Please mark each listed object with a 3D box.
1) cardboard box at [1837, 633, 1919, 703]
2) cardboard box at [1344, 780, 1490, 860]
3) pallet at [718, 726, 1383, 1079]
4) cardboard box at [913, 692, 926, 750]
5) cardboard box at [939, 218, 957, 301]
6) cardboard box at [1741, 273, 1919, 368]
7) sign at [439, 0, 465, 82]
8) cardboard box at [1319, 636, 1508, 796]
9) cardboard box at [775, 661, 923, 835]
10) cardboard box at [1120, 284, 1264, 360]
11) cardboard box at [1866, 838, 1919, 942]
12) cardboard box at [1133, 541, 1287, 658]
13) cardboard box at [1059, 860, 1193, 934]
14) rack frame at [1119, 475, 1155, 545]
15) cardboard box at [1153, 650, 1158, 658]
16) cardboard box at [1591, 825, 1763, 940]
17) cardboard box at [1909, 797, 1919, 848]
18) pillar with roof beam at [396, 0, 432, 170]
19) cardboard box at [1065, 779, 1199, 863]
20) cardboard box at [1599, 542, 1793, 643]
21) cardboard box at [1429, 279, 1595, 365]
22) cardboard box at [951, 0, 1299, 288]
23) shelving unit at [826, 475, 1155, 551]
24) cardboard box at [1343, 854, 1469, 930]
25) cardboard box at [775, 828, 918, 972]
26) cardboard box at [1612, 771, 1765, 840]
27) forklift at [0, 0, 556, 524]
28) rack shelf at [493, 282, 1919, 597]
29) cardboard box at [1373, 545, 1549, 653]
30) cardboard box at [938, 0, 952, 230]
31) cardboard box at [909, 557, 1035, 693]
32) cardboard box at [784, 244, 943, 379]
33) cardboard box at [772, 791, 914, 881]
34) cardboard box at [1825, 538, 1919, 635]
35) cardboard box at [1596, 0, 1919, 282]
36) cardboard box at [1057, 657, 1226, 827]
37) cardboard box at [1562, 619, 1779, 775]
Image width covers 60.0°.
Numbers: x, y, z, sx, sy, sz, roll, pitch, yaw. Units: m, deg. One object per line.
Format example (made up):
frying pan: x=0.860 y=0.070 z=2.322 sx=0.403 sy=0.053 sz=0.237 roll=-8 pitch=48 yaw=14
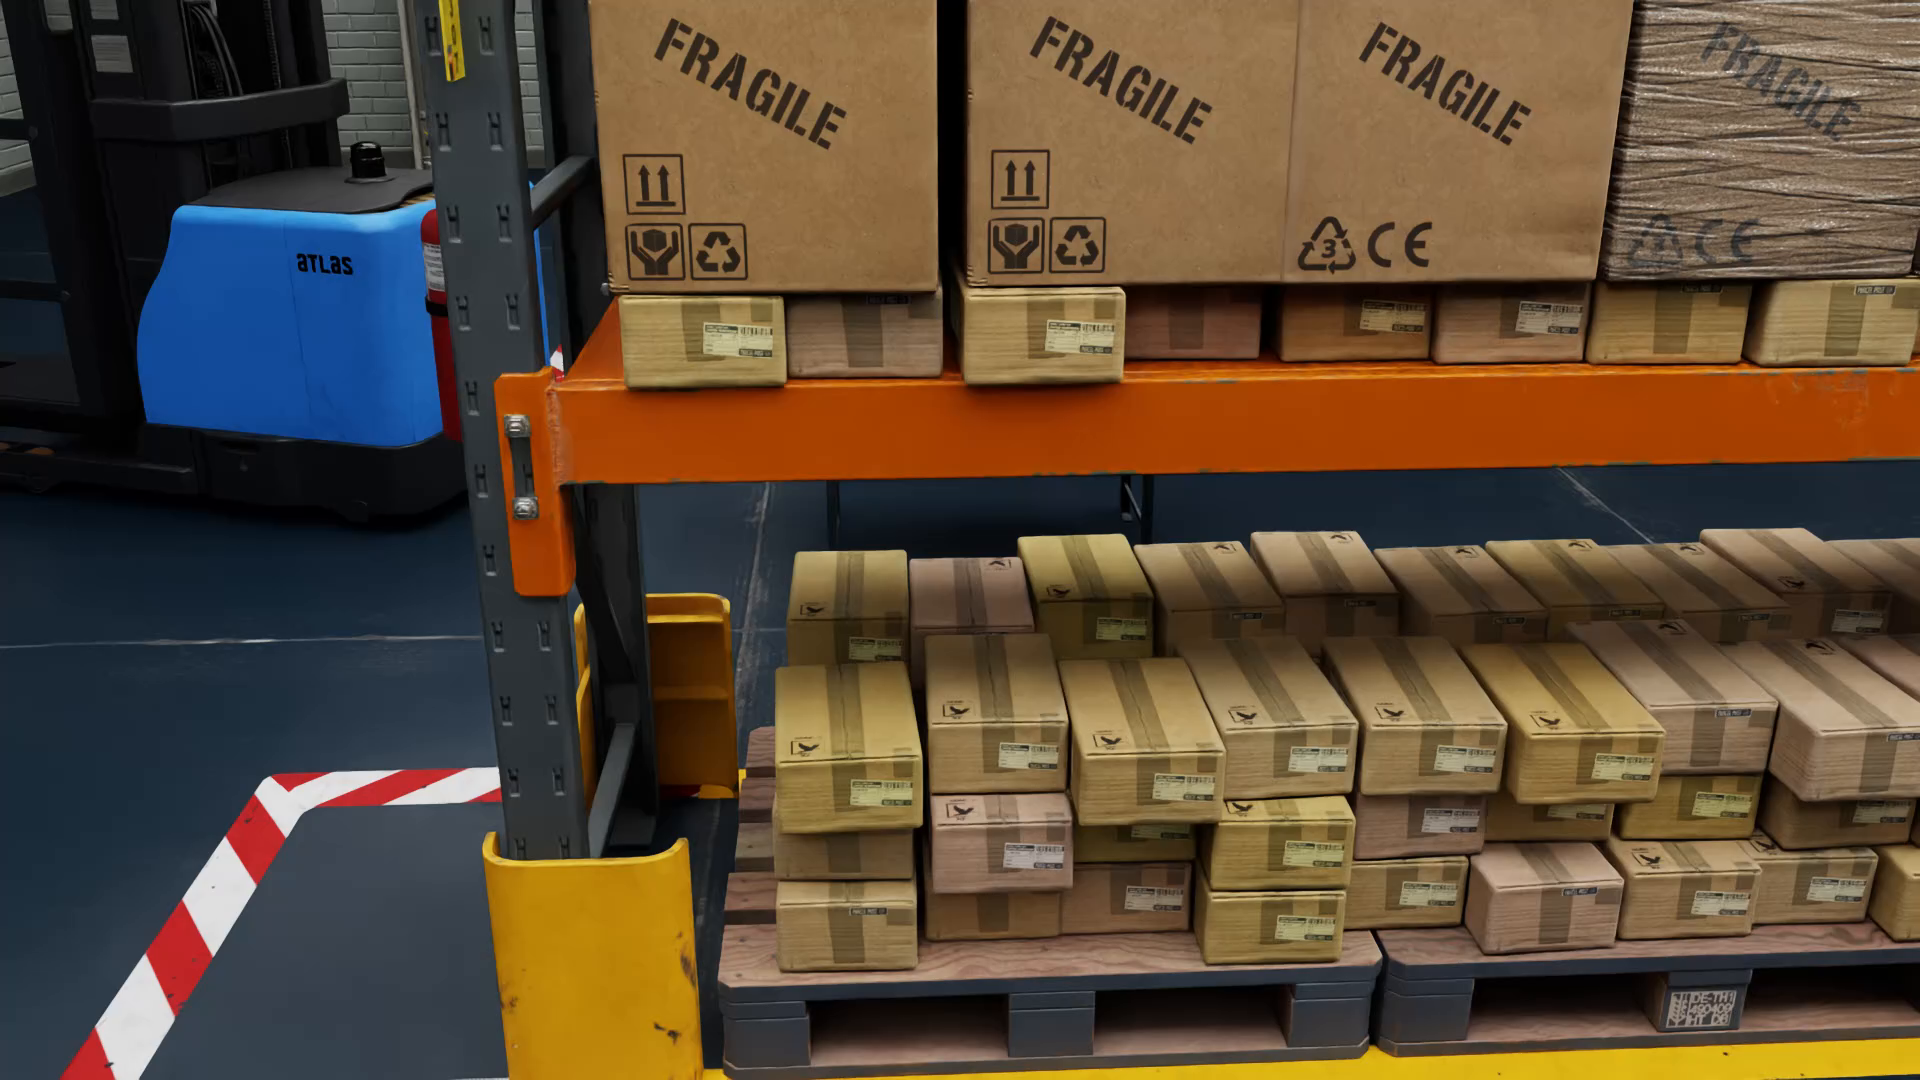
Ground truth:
cardboard box: x=1.874 y=0.321 z=3.143 sx=0.250 sy=0.149 sz=0.380 roll=-2 pitch=21 yaw=-6
cardboard box: x=0.826 y=0.451 z=3.218 sx=0.250 sy=0.149 sz=0.380 roll=-2 pitch=21 yaw=-6
pallet: x=0.140 y=0.699 z=3.488 sx=1.213 sy=0.211 sz=1.003 roll=-1 pitch=21 yaw=-3
cardboard box: x=0.025 y=0.300 z=3.615 sx=0.250 sy=0.149 sz=0.380 roll=-2 pitch=21 yaw=-4
cardboard box: x=0.060 y=-0.590 z=3.309 sx=0.250 sy=0.149 sz=0.380 roll=-1 pitch=21 yaw=-4
cardboard box: x=1.416 y=-0.416 z=2.851 sx=0.250 sy=0.149 sz=0.380 roll=-1 pitch=21 yaw=-2
sign: x=-0.718 y=-0.810 z=2.317 sx=0.005 sy=0.325 sz=0.100 roll=-1 pitch=21 yaw=-3
cardboard box: x=0.841 y=0.325 z=3.132 sx=0.250 sy=0.149 sz=0.380 roll=0 pitch=21 yaw=-1
cardboard box: x=-0.207 y=0.370 z=3.015 sx=0.250 sy=0.149 sz=0.380 roll=-2 pitch=21 yaw=-6
cardboard box: x=0.367 y=-0.431 z=2.892 sx=0.250 sy=0.149 sz=0.380 roll=0 pitch=21 yaw=-1
cardboard box: x=1.839 y=0.606 z=3.229 sx=0.250 sy=0.149 sz=0.380 roll=-1 pitch=21 yaw=-3
cardboard box: x=0.532 y=0.141 z=3.615 sx=0.250 sy=0.149 sz=0.380 roll=-2 pitch=21 yaw=-5
cardboard box: x=0.296 y=0.599 z=3.249 sx=0.250 sy=0.149 sz=0.380 roll=-1 pitch=21 yaw=-2
rack frame: x=0.593 y=-0.713 z=5.386 sx=0.032 sy=1.500 sz=0.500 roll=-1 pitch=21 yaw=-3
cardboard box: x=0.554 y=0.306 z=3.599 sx=0.250 sy=0.149 sz=0.380 roll=-1 pitch=21 yaw=-4
cardboard box: x=1.336 y=0.604 z=3.234 sx=0.250 sy=0.149 sz=0.380 roll=-1 pitch=21 yaw=-3
cardboard box: x=1.903 y=0.441 z=3.246 sx=0.250 sy=0.149 sz=0.380 roll=-1 pitch=21 yaw=-2
pillar with roof beam: x=-3.917 y=-5.658 z=7.834 sx=0.400 sy=9.000 sz=9.100 roll=-1 pitch=21 yaw=-3
cardboard box: x=0.304 y=0.457 z=3.203 sx=0.250 sy=0.149 sz=0.380 roll=-1 pitch=21 yaw=-2
cardboard box: x=1.575 y=0.143 z=3.609 sx=0.250 sy=0.149 sz=0.380 roll=-2 pitch=21 yaw=-5
cardboard box: x=0.887 y=-0.423 z=2.870 sx=0.250 sy=0.149 sz=0.380 roll=-2 pitch=21 yaw=-4
cardboard box: x=0.248 y=-0.715 z=2.725 sx=0.500 sy=0.500 sz=0.500 roll=-1 pitch=21 yaw=-3
shelving unit: x=0.085 y=-0.703 z=5.359 sx=1.048 sy=1.500 sz=0.538 roll=-1 pitch=21 yaw=-3
cardboard box: x=0.807 y=0.593 z=3.263 sx=0.250 sy=0.149 sz=0.380 roll=-1 pitch=21 yaw=-3
cardboard box: x=-0.208 y=0.641 z=3.139 sx=0.250 sy=0.149 sz=0.380 roll=-1 pitch=21 yaw=-2
cardboard box: x=1.365 y=0.429 z=3.276 sx=0.250 sy=0.149 sz=0.380 roll=0 pitch=21 yaw=-1
forklift: x=-3.133 y=-1.712 z=5.997 sx=3.031 sy=2.935 sz=1.130 roll=6 pitch=22 yaw=16
rack shelf: x=1.247 y=-0.303 z=3.212 sx=4.000 sy=0.370 sz=1.077 roll=-1 pitch=21 yaw=-3
cardboard box: x=1.067 y=0.150 z=3.592 sx=0.250 sy=0.149 sz=0.380 roll=-2 pitch=21 yaw=-5
cardboard box: x=0.199 y=-0.893 z=3.193 sx=0.500 sy=0.500 sz=0.500 roll=-1 pitch=21 yaw=-4
cardboard box: x=0.019 y=0.174 z=3.528 sx=0.250 sy=0.149 sz=0.380 roll=-1 pitch=21 yaw=-2
cardboard box: x=-0.155 y=-0.391 z=2.786 sx=0.250 sy=0.149 sz=0.380 roll=0 pitch=21 yaw=-1
cardboard box: x=-0.212 y=0.479 z=3.145 sx=0.250 sy=0.149 sz=0.380 roll=0 pitch=21 yaw=-1
cardboard box: x=2.101 y=0.132 z=3.638 sx=0.250 sy=0.149 sz=0.380 roll=-2 pitch=21 yaw=-4
cardboard box: x=1.246 y=-0.733 z=2.772 sx=0.500 sy=0.500 sz=0.500 roll=-2 pitch=21 yaw=-4
cardboard box: x=0.320 y=0.362 z=3.036 sx=0.250 sy=0.149 sz=0.380 roll=-1 pitch=21 yaw=-3
cardboard box: x=1.351 y=0.297 z=3.206 sx=0.250 sy=0.149 sz=0.380 roll=-1 pitch=21 yaw=-3
